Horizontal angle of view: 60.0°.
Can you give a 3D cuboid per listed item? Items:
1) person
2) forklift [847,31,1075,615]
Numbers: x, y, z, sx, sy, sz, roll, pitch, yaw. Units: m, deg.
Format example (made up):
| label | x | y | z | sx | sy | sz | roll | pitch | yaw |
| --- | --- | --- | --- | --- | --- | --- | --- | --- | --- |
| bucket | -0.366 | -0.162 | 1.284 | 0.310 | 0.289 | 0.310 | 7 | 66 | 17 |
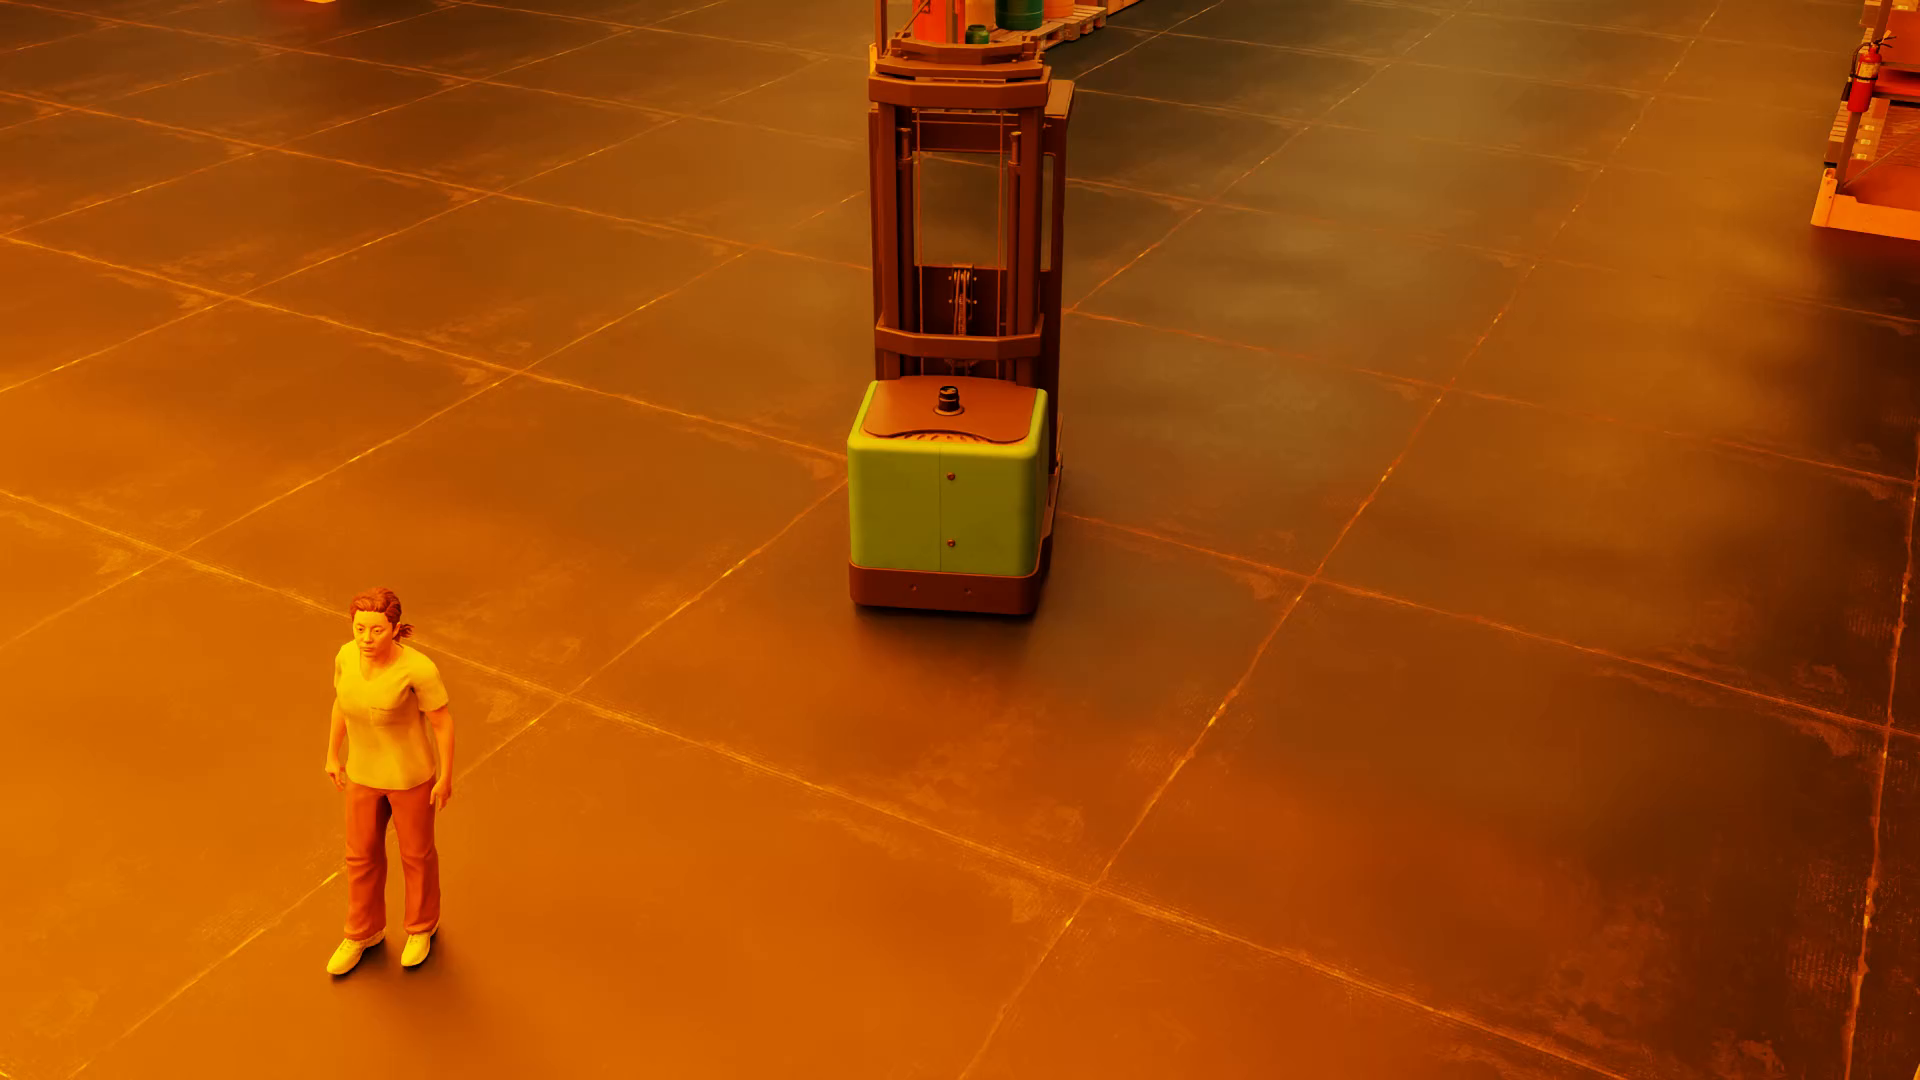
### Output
| label | x | y | z | sx | sy | sz | roll | pitch | yaw |
| --- | --- | --- | --- | --- | --- | --- | --- | --- | --- |
| person | -2.299 | 0.976 | 6.621 | 0.554 | 1.676 | 0.550 | 6 | 31 | 11 |
| forklift | 0.072 | -1.572 | 9.794 | 1.130 | 2.935 | 3.031 | 3 | 30 | 6 |
